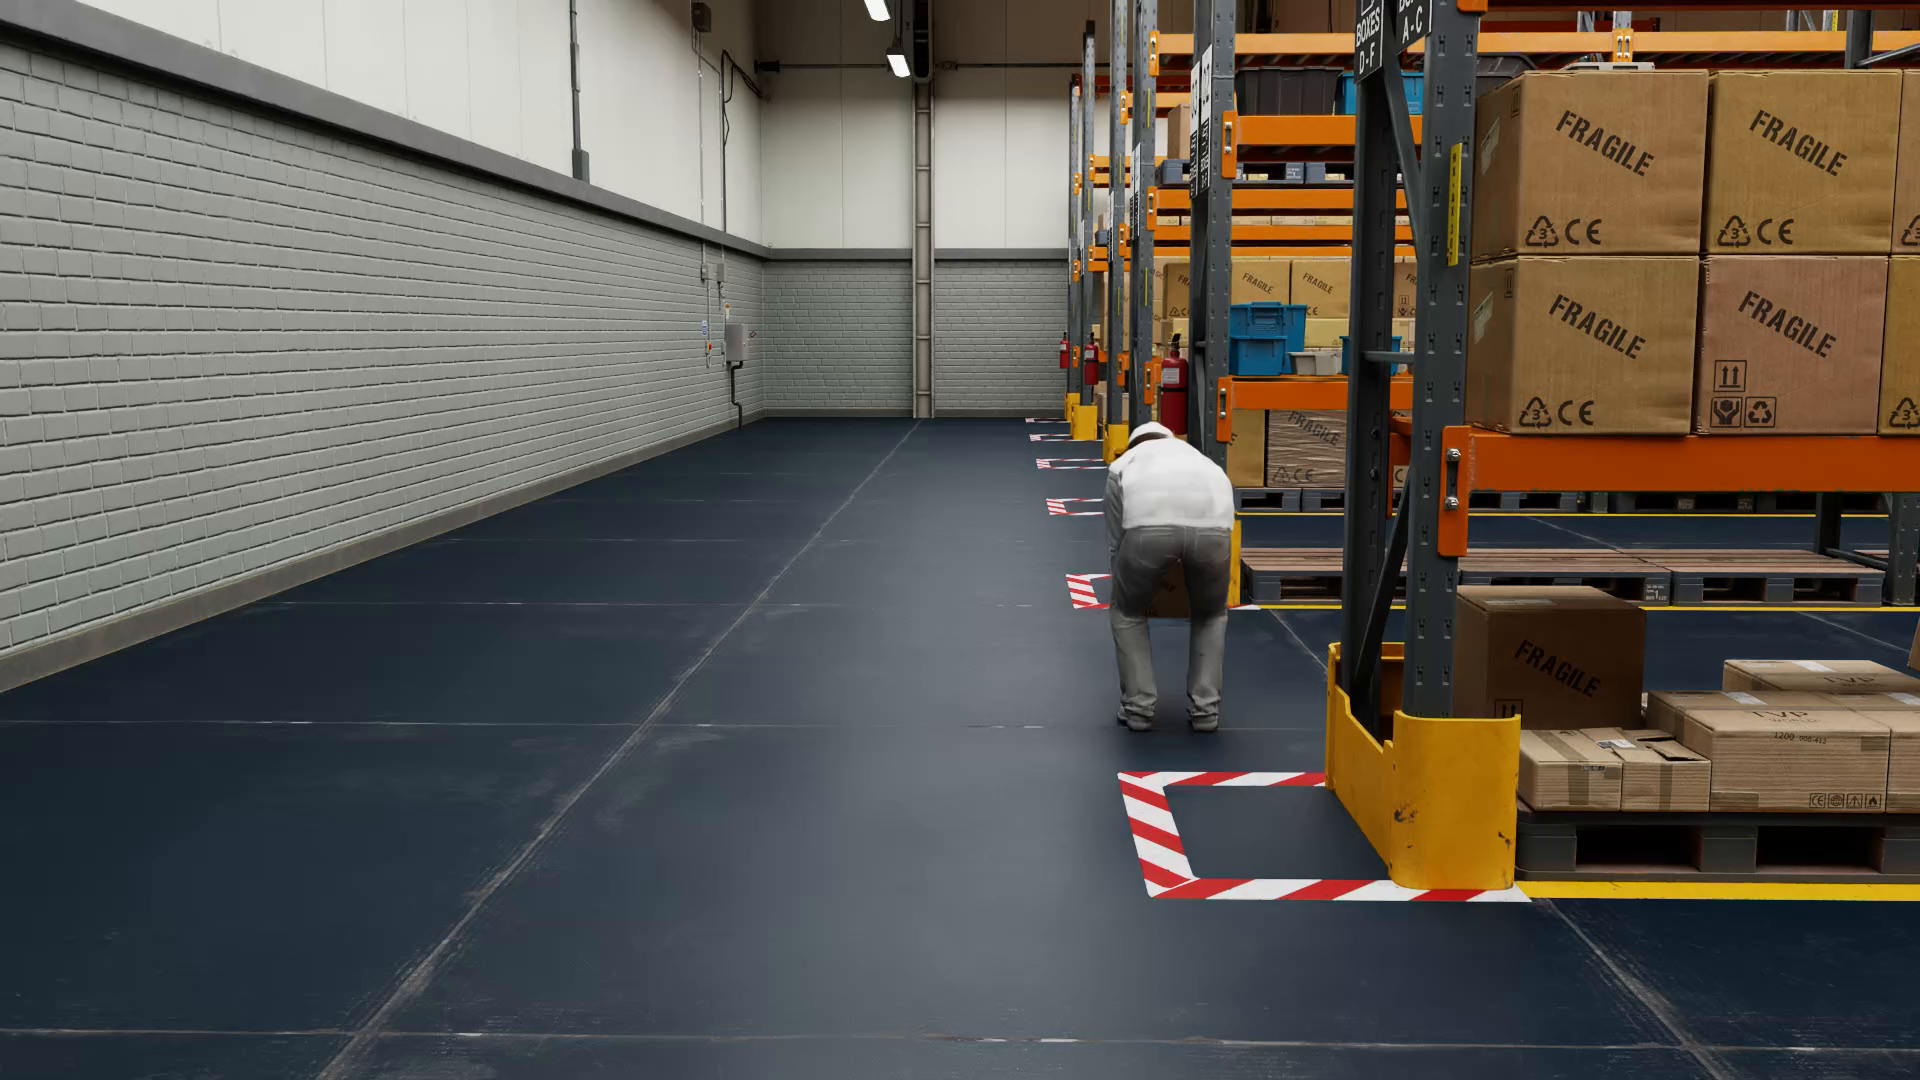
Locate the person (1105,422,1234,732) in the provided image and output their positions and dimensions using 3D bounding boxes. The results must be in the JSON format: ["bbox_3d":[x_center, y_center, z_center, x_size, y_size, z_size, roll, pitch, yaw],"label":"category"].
[{"bbox_3d":[0.852,0.130,6.922,0.485,1.202,0.981,0,7,-1],"label":"person"}]
